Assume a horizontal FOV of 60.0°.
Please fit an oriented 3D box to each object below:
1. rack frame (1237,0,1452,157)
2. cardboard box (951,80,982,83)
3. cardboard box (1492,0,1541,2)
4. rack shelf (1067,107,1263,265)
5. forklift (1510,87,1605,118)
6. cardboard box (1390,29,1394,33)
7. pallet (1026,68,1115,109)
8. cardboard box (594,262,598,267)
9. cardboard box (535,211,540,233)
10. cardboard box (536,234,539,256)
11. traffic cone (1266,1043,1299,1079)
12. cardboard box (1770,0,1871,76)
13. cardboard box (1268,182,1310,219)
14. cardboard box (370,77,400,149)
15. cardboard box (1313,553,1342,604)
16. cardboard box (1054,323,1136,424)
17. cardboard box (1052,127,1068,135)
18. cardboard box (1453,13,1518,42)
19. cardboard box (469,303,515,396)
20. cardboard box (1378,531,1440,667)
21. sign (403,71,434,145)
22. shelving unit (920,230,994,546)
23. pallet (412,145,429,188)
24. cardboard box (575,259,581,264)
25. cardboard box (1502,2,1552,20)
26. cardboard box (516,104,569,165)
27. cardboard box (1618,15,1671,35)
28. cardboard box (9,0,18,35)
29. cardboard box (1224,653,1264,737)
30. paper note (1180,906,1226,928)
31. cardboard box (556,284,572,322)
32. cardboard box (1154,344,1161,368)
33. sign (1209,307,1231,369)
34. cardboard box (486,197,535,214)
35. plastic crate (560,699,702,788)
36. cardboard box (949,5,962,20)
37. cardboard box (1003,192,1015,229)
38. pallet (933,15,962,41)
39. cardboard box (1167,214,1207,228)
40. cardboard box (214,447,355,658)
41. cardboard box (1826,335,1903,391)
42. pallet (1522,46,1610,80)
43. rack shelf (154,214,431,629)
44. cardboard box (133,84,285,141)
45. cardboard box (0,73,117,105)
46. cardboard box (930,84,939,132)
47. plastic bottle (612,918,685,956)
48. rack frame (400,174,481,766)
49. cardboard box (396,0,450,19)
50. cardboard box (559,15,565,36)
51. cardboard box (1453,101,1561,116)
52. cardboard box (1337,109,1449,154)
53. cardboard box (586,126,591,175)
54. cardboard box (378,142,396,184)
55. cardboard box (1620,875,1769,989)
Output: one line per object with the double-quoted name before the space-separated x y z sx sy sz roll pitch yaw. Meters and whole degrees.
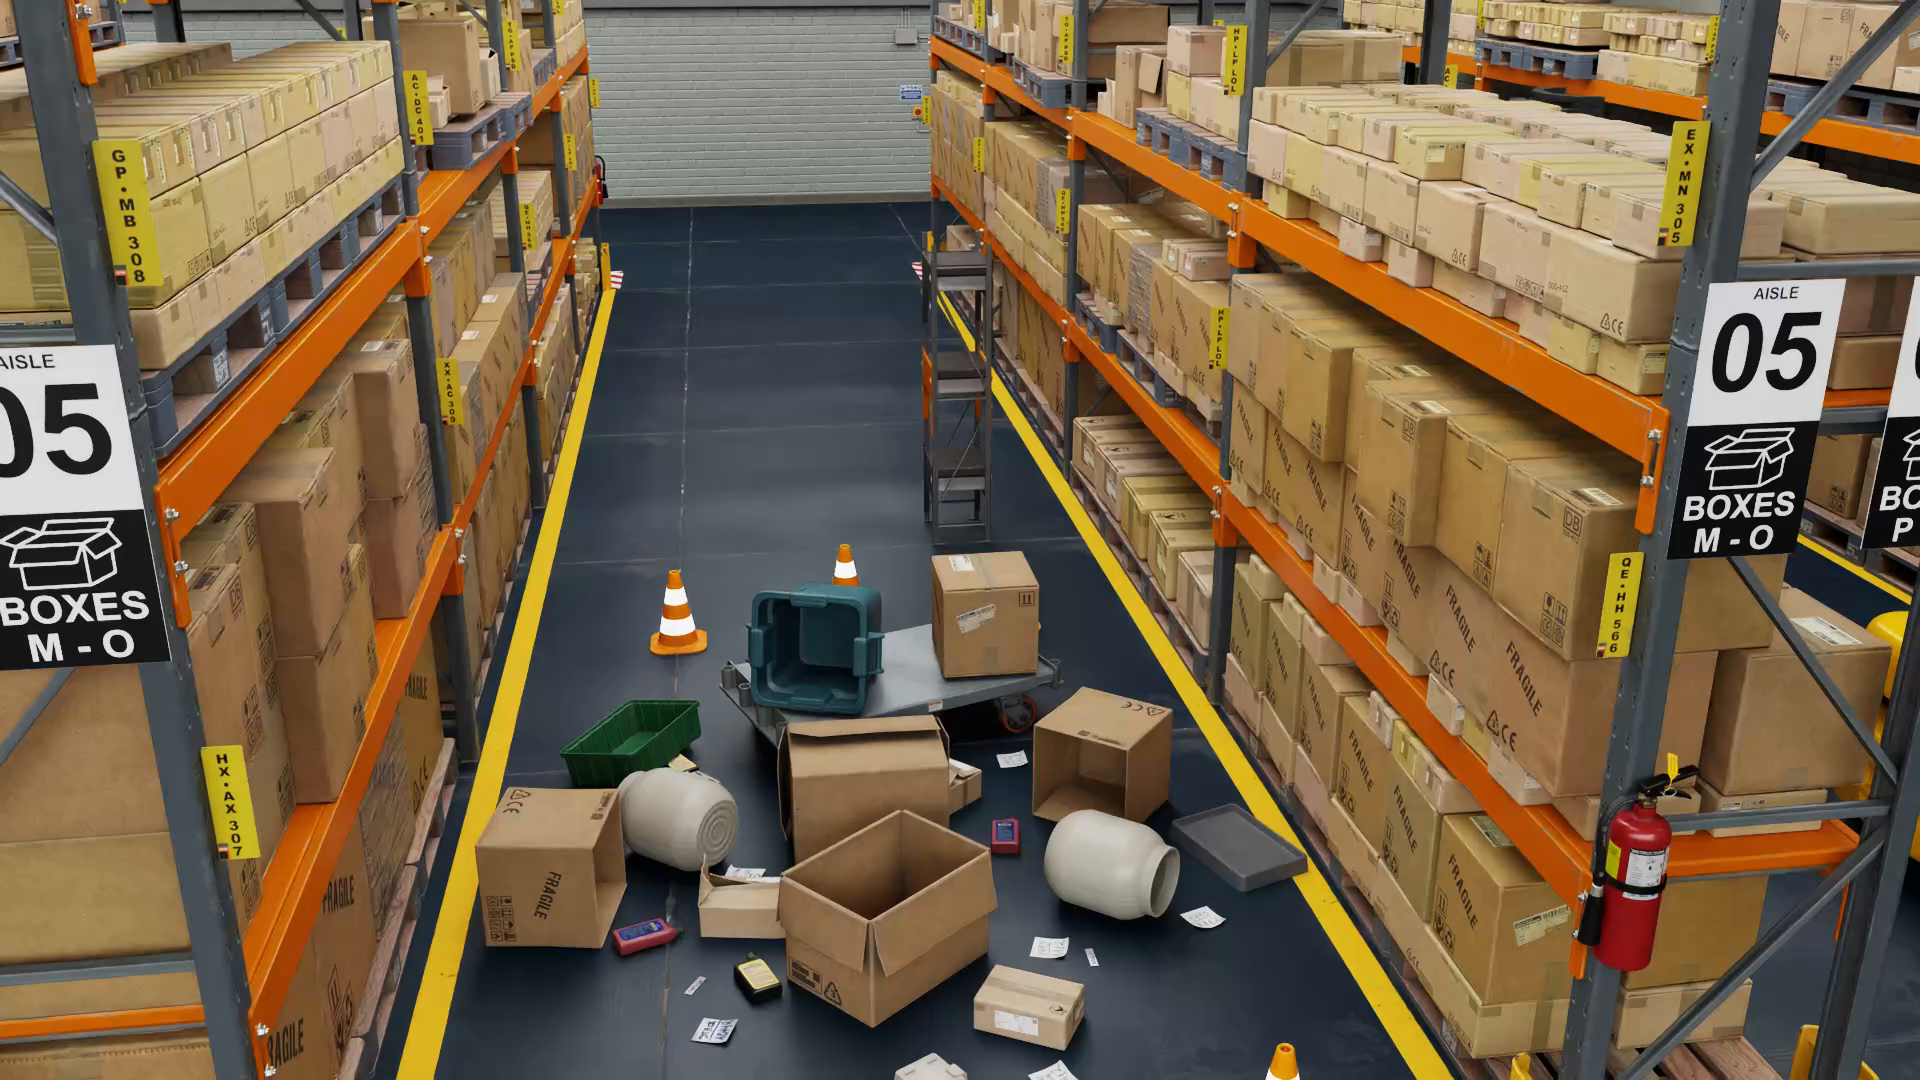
"rack frame" 1.885 -3.336 7.786 1.000 3.000 0.127 -3 21 -8
"cardboard box" 0.105 -4.912 18.083 0.380 0.149 0.250 -3 21 -7
"cardboard box" 5.341 -5.289 15.903 0.396 0.266 0.258 -3 21 -8
"rack shelf" 1.597 -2.286 10.291 1.077 0.370 4.000 -3 21 -8
"forklift" 4.820 -1.864 12.519 3.031 2.935 1.130 -1 21 -3
"cardboard box" 5.042 -5.654 18.638 0.380 0.149 0.250 -3 21 -8
"pallet" 1.163 -3.447 12.642 1.213 0.211 1.003 -2 21 -5
"cardboard box" -4.370 -3.228 19.120 0.380 0.149 0.250 -3 21 -9
"cardboard box" -3.705 -2.645 13.844 0.380 0.149 0.250 -3 21 -8
"cardboard box" -3.669 -2.419 13.664 0.380 0.149 0.250 -4 21 -10
"traffic cone" 1.123 1.964 5.796 0.336 0.463 0.334 -3 21 -8
"cardboard box" 6.083 -3.594 11.880 0.500 0.500 0.500 -3 21 -7
"cardboard box" 1.667 -1.599 7.782 0.380 0.149 0.250 -3 21 -8
"cardboard box" -2.674 -1.801 7.010 0.500 0.250 0.500 -3 21 -8
"cardboard box" 1.788 0.161 7.357 0.380 0.149 0.250 -3 21 -7
"cardboard box" 1.291 -1.355 13.493 0.875 0.875 0.875 -3 21 -8
"cardboard box" 1.127 -3.490 15.200 0.500 0.500 0.500 -3 21 -7
"cardboard box" 5.326 -5.176 16.788 0.500 0.250 0.500 -3 21 -8
"cardboard box" -3.102 -1.184 10.457 0.500 0.500 0.500 -3 21 -9
"cardboard box" 1.975 0.152 6.453 0.500 0.500 0.500 -3 21 -8
"sign" -2.450 -1.954 7.521 0.100 0.325 0.005 -3 21 -8
"shelving unit" -0.024 -1.041 11.502 0.431 2.100 0.503 -3 21 -8
"pallet" -3.180 -1.871 8.425 0.805 0.209 1.217 -4 21 -10
"cardboard box" -4.262 -2.912 17.849 0.380 0.149 0.250 -4 21 -10
"cardboard box" 5.361 -5.003 15.728 0.380 0.149 0.250 -3 21 -7
"cardboard box" -3.976 -3.834 15.696 0.500 0.500 0.500 -2 21 -6
"cardboard box" 5.729 -4.289 13.845 0.380 0.149 0.250 -3 21 -9
"cardboard box" -9.255 -5.133 16.000 0.700 0.500 0.500 -2 21 -5
"cardboard box" 1.703 0.784 8.660 0.500 0.250 0.500 -4 21 -10
"paper note" 1.063 1.646 7.265 0.142 0.019 0.148 -11 23 -26
"cardboard box" -3.794 -2.142 15.066 0.500 0.250 0.500 -3 21 -9
"cardboard box" 1.405 -1.123 10.193 0.380 0.149 0.250 -3 21 -8
"sign" 1.336 -1.038 8.555 0.100 0.325 0.005 -3 21 -8
"cardboard box" -3.673 -2.695 13.552 0.380 0.149 0.250 -3 21 -9
"plastic crate" -1.677 1.044 8.571 0.450 0.188 0.662 -2 18 24
"cardboard box" 0.085 -5.823 18.348 0.380 0.149 0.250 -2 21 -6
"cardboard box" 0.666 -2.937 14.794 0.500 0.250 0.500 -3 21 -7
"pallet" 0.273 -5.787 18.764 1.003 0.211 1.213 -3 21 -8
"cardboard box" 1.734 -1.971 11.539 0.500 0.500 0.500 -3 21 -9
"cardboard box" -2.554 0.051 5.534 0.875 0.550 0.550 -3 21 -8
"cardboard box" 2.735 -0.559 4.998 0.380 0.149 0.250 -3 21 -8
"pallet" 5.820 -4.276 14.858 1.213 0.211 1.003 -3 21 -8
"rack shelf" -2.710 -0.616 5.820 1.077 0.370 4.000 -3 21 -8
"cardboard box" -2.337 -1.332 5.185 0.380 0.149 0.250 -3 21 -8
"cardboard box" -3.063 -1.475 5.568 0.380 0.149 0.250 -3 21 -8
"cardboard box" -0.057 -5.015 19.284 0.500 0.500 0.500 -3 21 -9
"plastic bottle" -1.331 1.687 7.111 0.283 0.061 0.133 -11 23 -26
"rack frame" -2.999 -0.241 8.073 1.000 3.000 0.127 -3 21 -8
"cardboard box" -4.096 -4.007 12.635 0.396 0.266 0.258 -3 21 -8
"cardboard box" -4.051 -4.931 15.845 0.500 0.250 0.500 -3 21 -8
"cardboard box" 2.376 -1.824 7.244 0.380 0.149 0.250 -2 21 -6
"cardboard box" 1.800 -1.705 6.926 0.380 0.149 0.250 -4 21 -10
"cardboard box" -4.340 -4.260 18.268 0.500 0.500 0.500 -3 21 -9
"cardboard box" -2.593 -1.575 6.974 0.380 0.149 0.250 -3 21 -7
"cardboard box" 2.615 1.298 6.211 0.500 0.500 0.500 -4 21 -10
